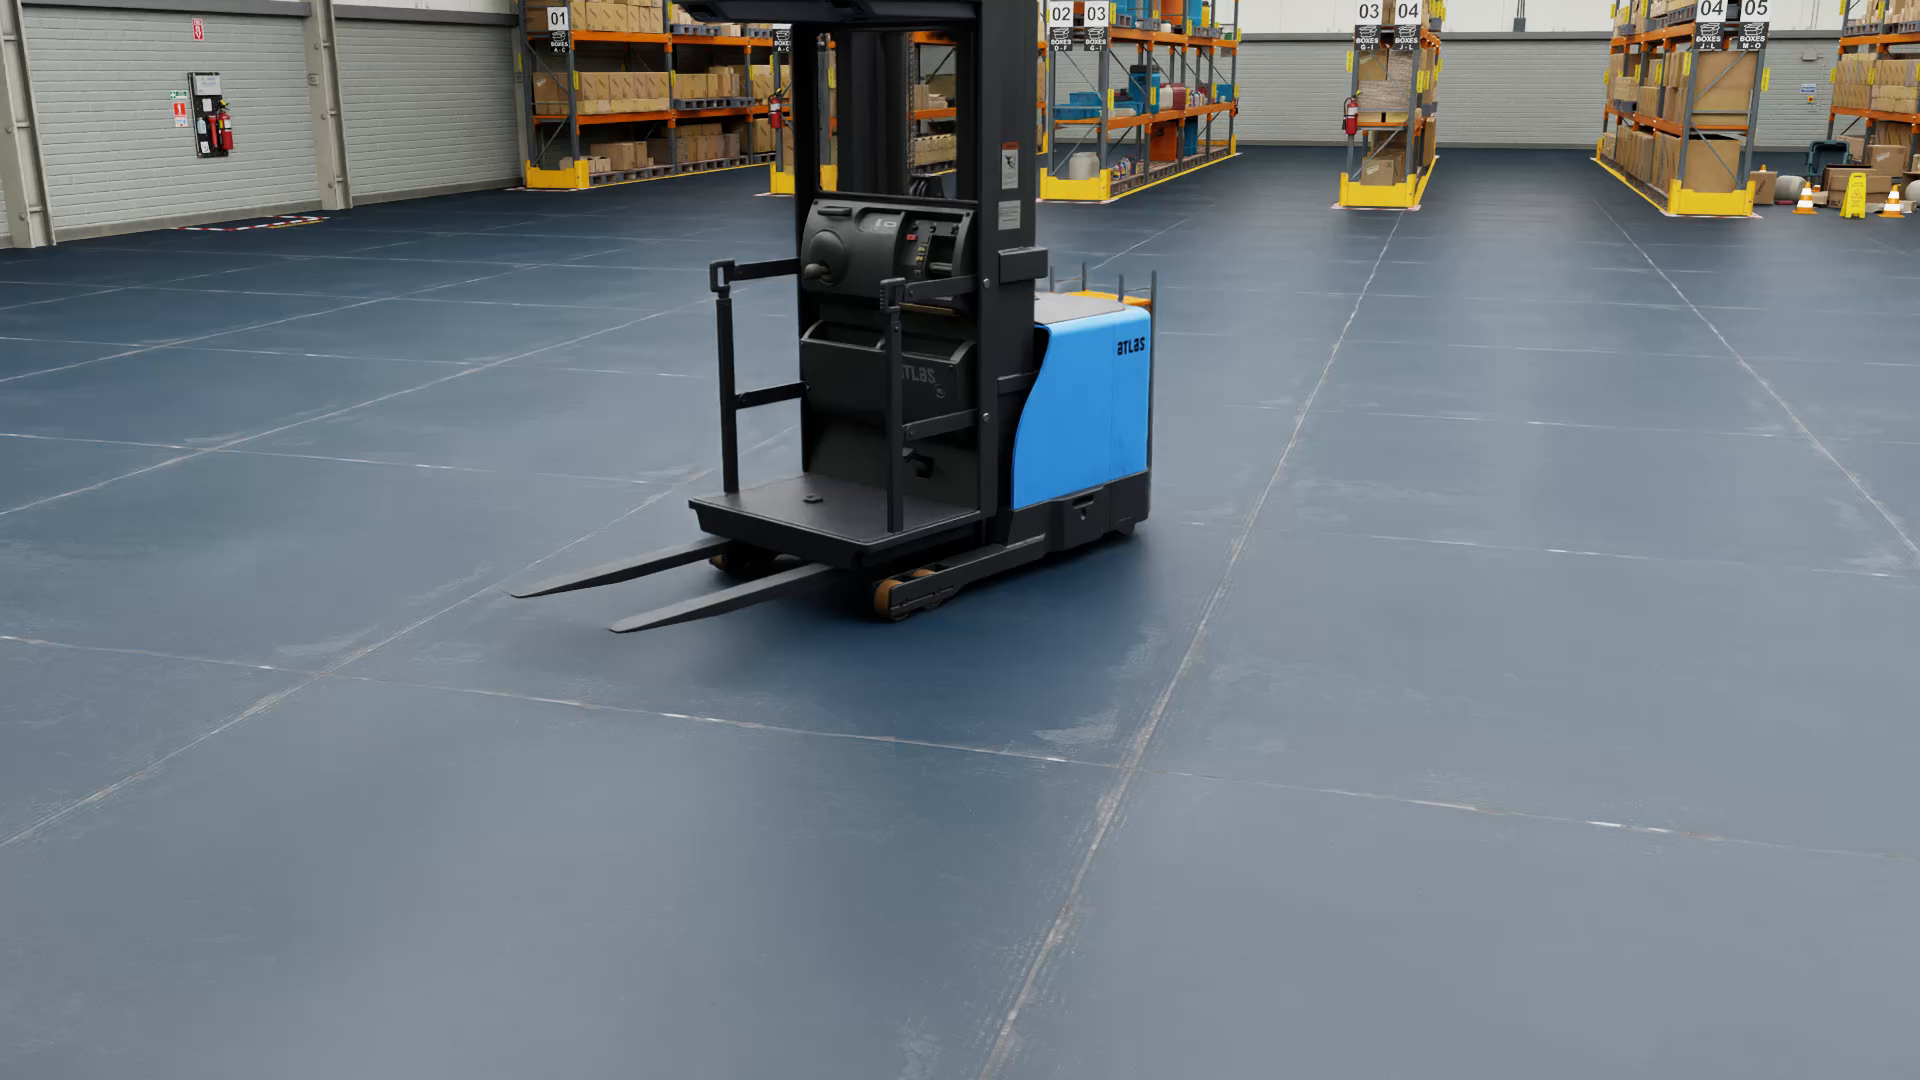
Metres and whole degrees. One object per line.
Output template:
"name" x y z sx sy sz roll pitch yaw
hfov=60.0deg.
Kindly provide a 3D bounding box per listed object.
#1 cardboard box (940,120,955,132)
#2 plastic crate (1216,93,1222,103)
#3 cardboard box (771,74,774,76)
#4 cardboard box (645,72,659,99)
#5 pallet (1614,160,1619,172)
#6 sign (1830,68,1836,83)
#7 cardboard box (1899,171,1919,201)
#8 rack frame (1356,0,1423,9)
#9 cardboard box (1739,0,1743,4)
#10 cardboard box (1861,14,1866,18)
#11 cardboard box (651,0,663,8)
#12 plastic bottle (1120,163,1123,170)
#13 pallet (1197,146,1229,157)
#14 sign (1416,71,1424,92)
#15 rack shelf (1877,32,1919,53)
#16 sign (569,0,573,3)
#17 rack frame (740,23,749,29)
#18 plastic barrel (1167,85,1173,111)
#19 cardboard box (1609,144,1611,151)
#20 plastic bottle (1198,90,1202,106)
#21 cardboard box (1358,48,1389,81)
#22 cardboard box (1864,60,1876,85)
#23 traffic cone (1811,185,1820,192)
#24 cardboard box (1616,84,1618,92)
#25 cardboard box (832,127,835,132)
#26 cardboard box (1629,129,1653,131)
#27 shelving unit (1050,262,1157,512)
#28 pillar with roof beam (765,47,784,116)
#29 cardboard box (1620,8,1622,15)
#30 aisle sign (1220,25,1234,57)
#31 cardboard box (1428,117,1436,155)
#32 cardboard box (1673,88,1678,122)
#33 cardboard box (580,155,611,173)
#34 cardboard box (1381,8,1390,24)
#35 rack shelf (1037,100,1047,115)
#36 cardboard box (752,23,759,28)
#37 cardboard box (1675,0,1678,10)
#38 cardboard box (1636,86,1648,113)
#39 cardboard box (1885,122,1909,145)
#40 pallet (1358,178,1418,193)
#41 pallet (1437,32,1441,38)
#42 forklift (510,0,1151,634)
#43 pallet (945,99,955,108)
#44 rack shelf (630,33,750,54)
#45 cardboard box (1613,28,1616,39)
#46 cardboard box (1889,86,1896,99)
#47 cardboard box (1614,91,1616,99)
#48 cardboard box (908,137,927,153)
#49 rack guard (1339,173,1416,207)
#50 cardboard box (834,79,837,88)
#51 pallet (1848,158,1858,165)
"cardboard box" -0.156 -9.628 38.676 0.500 0.250 0.500 4 16 15
"plastic crate" 6.188 -10.811 40.645 0.416 0.233 0.300 5 16 16
"cardboard box" -4.580 -11.027 39.071 0.500 0.250 0.500 5 17 16
"cardboard box" -6.357 -9.068 33.167 0.500 0.500 0.500 5 16 16
"pallet" 14.645 -8.033 35.763 1.003 0.211 1.213 5 16 16
"sign" 20.246 -10.766 38.559 0.100 0.325 0.005 5 16 16
"cardboard box" 15.757 -5.752 27.187 0.500 0.500 0.500 -10 19 -32
"rack frame" 6.728 -9.736 25.663 1.000 3.000 0.127 5 16 16
"cardboard box" 11.859 -8.076 24.815 0.380 0.149 0.250 5 17 16
"cardboard box" 20.734 -11.764 37.631 0.500 0.250 0.500 3 16 11
"cardboard box" -6.265 -10.878 33.136 0.500 0.500 0.500 3 16 11
"plastic bottle" 2.890 -6.673 30.052 0.097 0.271 0.097 0 16 0
"pallet" 6.254 -9.866 42.225 1.003 0.211 1.213 5 16 16
"sign" 7.248 -7.224 26.216 0.100 0.325 0.005 5 16 16
"rack shelf" 19.071 -9.795 32.685 1.077 0.370 4.000 5 16 16
"sign" -6.999 -9.824 29.868 0.100 0.325 0.005 5 16 16
"rack frame" -5.246 -12.981 37.105 1.000 3.000 0.127 5 16 16
"plastic barrel" 4.165 -9.095 34.193 0.421 0.512 0.421 0 16 0
"cardboard box" 14.774 -8.802 37.275 0.380 0.149 0.250 4 16 14
"plastic bottle" 5.442 -10.084 37.974 0.144 0.351 0.185 5 16 16
"cardboard box" 6.647 -7.685 26.866 0.500 0.500 0.500 5 16 16
"cardboard box" 19.509 -9.895 35.202 0.500 0.500 0.500 4 16 15
"traffic cone" 15.500 -6.494 29.876 0.336 0.463 0.334 5 16 16
"cardboard box" 14.240 -9.667 35.560 0.380 0.149 0.250 4 16 15
"cardboard box" -3.653 -10.460 43.021 0.700 0.500 0.500 4 16 15
"cardboard box" 13.671 -8.091 33.296 0.500 0.250 0.500 4 16 15
"shelving unit" 0.698 -0.749 8.269 0.258 1.200 0.503 -13 20 -37
"pillar with roof beam" -0.612 -13.944 40.500 9.100 9.000 0.400 5 16 16
"cardboard box" 15.246 -12.029 37.874 0.380 0.149 0.250 5 17 18
"aisle sign" 6.827 -12.667 42.226 0.394 0.787 0.004 5 16 16
"cardboard box" 9.975 -9.000 37.187 1.225 0.875 0.875 5 16 16
"cardboard box" 12.042 -7.036 26.863 0.875 0.550 0.500 5 16 16
"cardboard box" -7.075 -7.243 31.991 0.500 0.311 0.500 6 17 20
"cardboard box" 6.621 -8.367 26.607 0.500 0.250 0.500 5 17 17
"rack shelf" 1.209 -10.936 42.205 1.077 0.370 4.000 5 16 16
"cardboard box" -5.063 -12.072 38.407 0.700 0.500 0.500 4 16 13
"cardboard box" 11.874 -8.722 27.094 0.380 0.149 0.250 4 16 15
"cardboard box" 13.341 -8.483 32.058 0.500 0.500 0.500 5 17 16
"cardboard box" 19.291 -7.995 33.645 0.875 0.875 0.875 5 17 17
"pallet" 7.707 -6.376 29.923 1.003 0.211 1.213 5 16 16
"pallet" 11.074 -12.241 40.156 1.003 0.211 1.213 5 16 16
"forklift" -0.453 -1.240 6.830 1.130 2.935 3.031 14 21 40
"pallet" -0.370 -9.802 37.243 1.213 0.211 1.003 5 16 16
"rack shelf" -5.815 -10.669 35.768 1.077 0.370 4.000 5 16 16
"cardboard box" 15.629 -11.898 39.058 0.500 0.250 0.500 5 17 18
"cardboard box" 18.812 -8.895 33.051 0.500 0.250 0.500 4 16 14
"cardboard box" 14.312 -9.592 35.841 0.380 0.149 0.250 4 16 13
"cardboard box" -0.983 -8.169 34.376 0.500 0.311 0.500 4 16 14
"rack guard" 6.749 -5.667 26.893 1.175 0.500 0.348 5 16 16
"cardboard box" -2.379 -8.134 29.639 0.380 0.149 0.250 4 16 14
"pallet" 20.275 -8.392 37.031 1.003 0.211 1.213 5 16 16
